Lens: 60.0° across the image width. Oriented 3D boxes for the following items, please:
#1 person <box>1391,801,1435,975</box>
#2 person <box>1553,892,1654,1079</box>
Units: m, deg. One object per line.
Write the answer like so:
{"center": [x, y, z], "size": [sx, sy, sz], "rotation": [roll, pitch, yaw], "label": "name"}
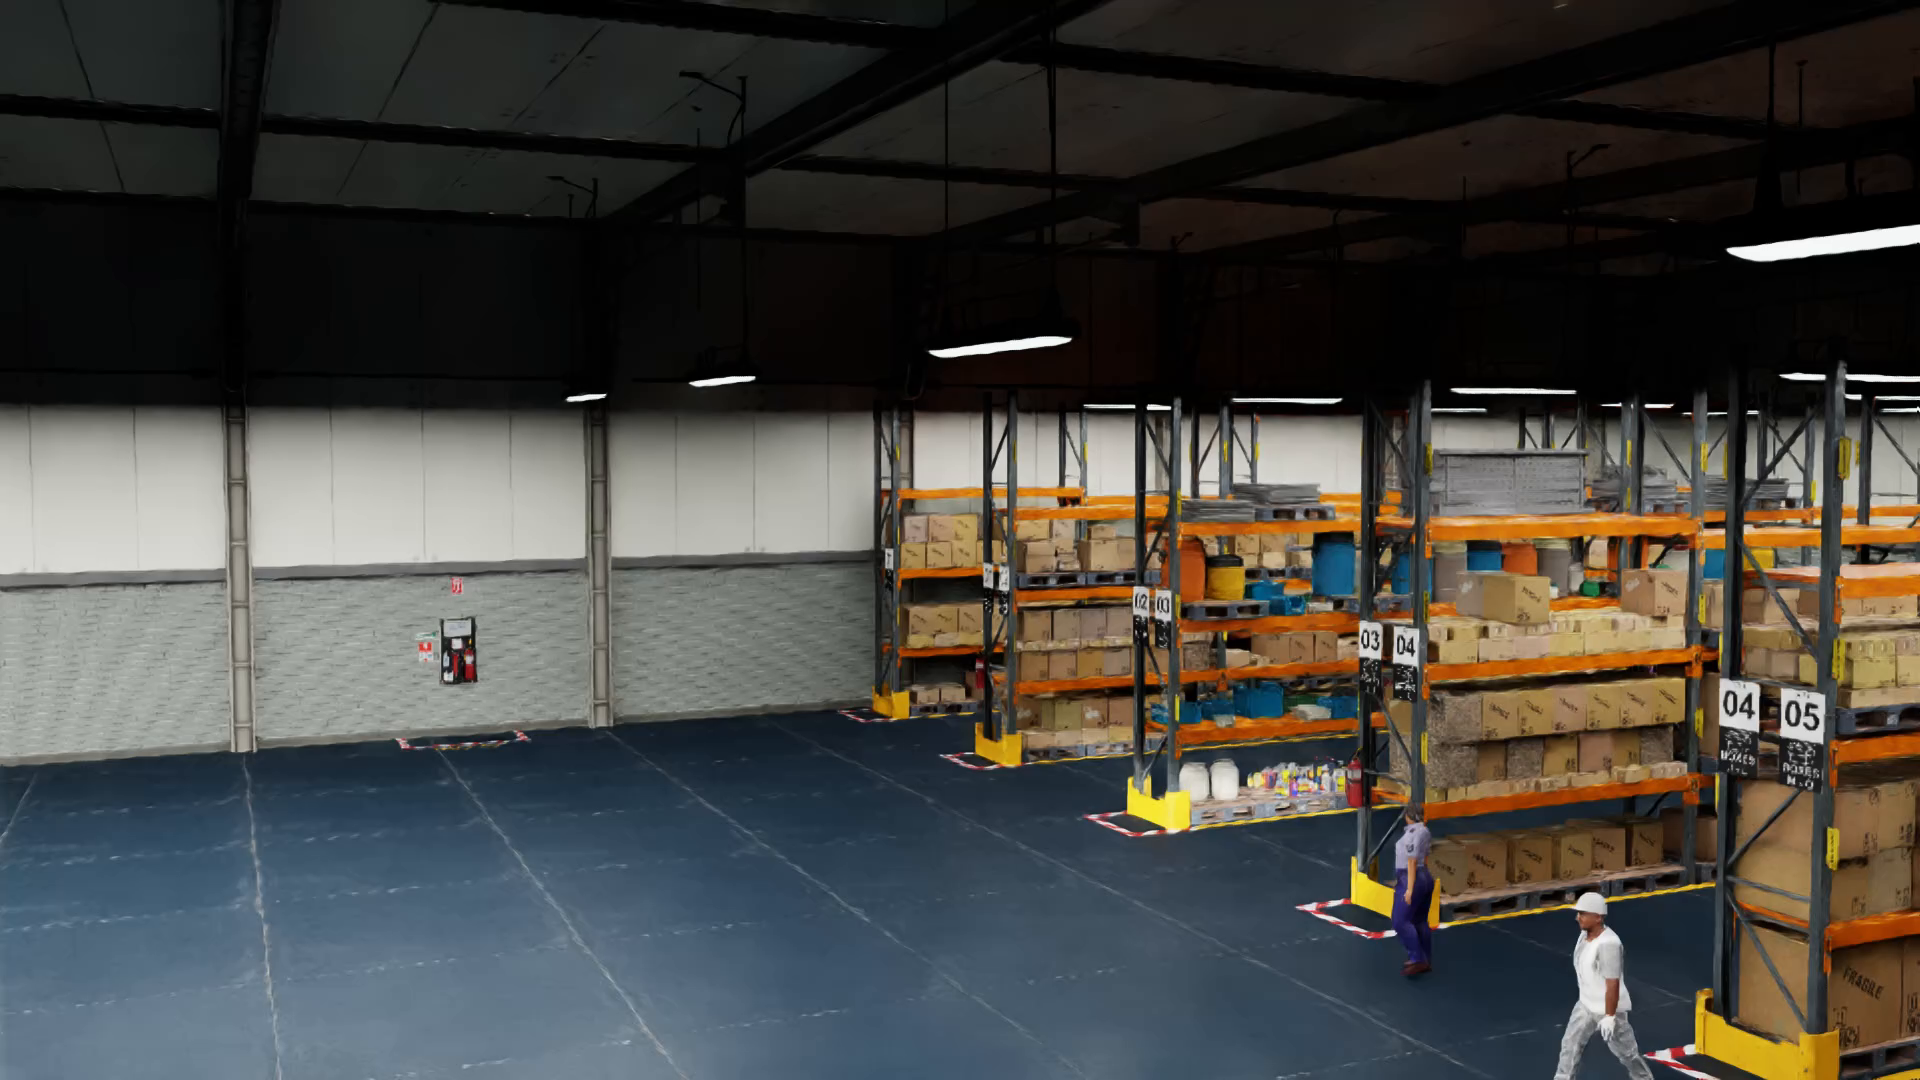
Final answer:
{"center": [4.436, 3.387, 16.281], "size": [0.373, 1.643, 0.592], "rotation": [2, 4, 36], "label": "person"}
{"center": [4.871, 3.556, 12.727], "size": [0.963, 1.741, 0.608], "rotation": [0, 3, -1], "label": "person"}
